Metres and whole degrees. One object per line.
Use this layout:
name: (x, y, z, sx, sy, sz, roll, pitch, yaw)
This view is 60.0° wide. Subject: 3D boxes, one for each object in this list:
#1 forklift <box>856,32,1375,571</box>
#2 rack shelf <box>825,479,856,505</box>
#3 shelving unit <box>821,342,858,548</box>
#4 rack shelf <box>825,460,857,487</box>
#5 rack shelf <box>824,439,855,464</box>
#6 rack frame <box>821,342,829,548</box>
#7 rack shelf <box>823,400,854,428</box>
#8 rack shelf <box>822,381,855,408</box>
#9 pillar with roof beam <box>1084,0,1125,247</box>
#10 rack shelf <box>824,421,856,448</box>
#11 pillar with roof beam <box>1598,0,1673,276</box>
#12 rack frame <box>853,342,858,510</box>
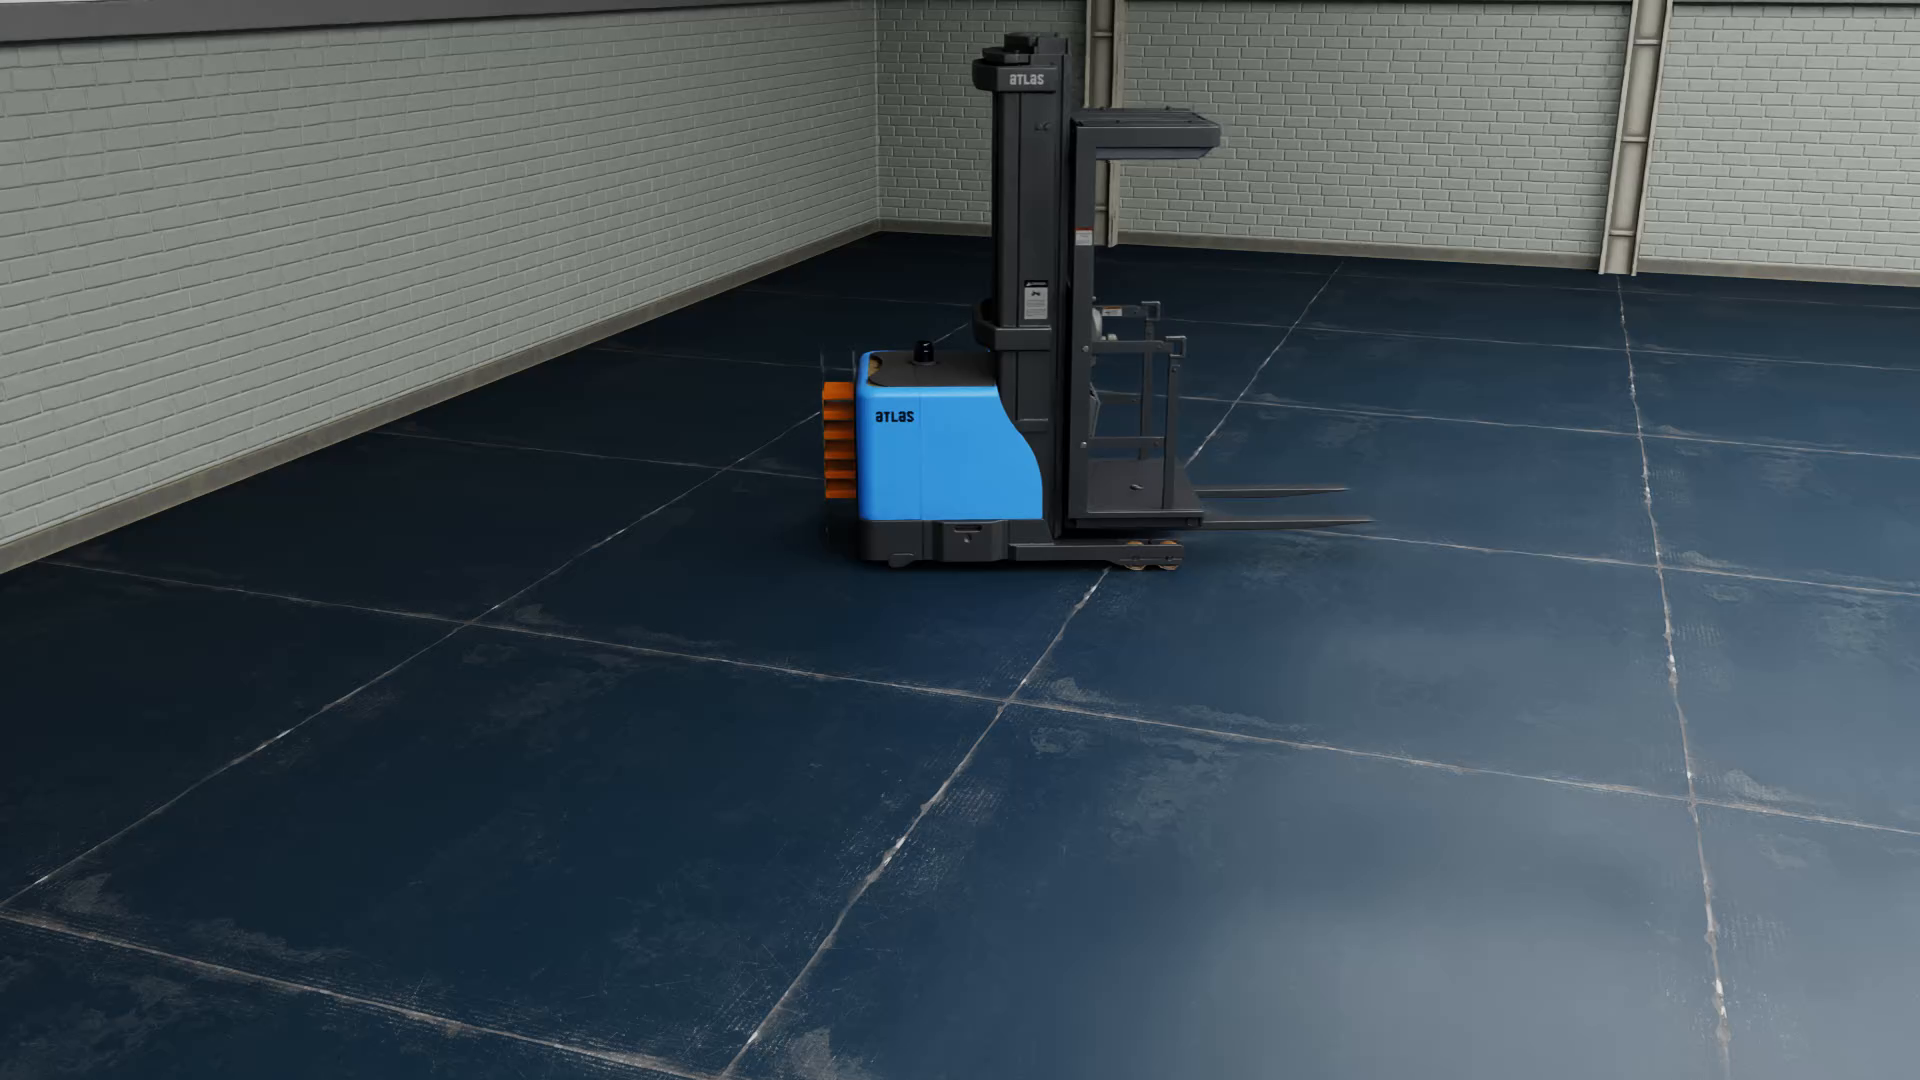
forklift: (0.906, -1.383, 9.591, 3.031, 2.935, 1.130, -1, 19, -2)
rack shelf: (-0.709, -0.288, 9.943, 0.180, 0.103, 0.258, -1, 19, -2)
shelving unit: (-0.709, -0.556, 9.850, 0.189, 1.200, 0.258, -1, 19, -2)
rack shelf: (-0.709, -0.401, 9.904, 0.180, 0.103, 0.258, -1, 19, -2)
rack shelf: (-0.709, -0.514, 9.864, 0.180, 0.103, 0.258, -1, 19, -2)
rack frame: (-0.800, -0.556, 9.847, 0.006, 1.200, 0.240, -1, 19, -2)
rack shelf: (-0.709, -0.741, 9.785, 0.180, 0.103, 0.258, -1, 19, -2)
rack shelf: (-0.709, -0.854, 9.746, 0.180, 0.103, 0.258, -1, 19, -2)
pillar with roof beam: (0.309, -6.567, 15.245, 0.400, 9.000, 9.100, 7, 20, 18)
rack shelf: (-0.709, -0.628, 9.825, 0.180, 0.103, 0.258, -1, 19, -2)
pillar with roof beam: (5.977, -5.919, 13.386, 0.400, 9.000, 9.100, 7, 20, 18)
rack frame: (-0.617, -0.557, 9.852, 0.006, 1.200, 0.240, -1, 19, -2)
